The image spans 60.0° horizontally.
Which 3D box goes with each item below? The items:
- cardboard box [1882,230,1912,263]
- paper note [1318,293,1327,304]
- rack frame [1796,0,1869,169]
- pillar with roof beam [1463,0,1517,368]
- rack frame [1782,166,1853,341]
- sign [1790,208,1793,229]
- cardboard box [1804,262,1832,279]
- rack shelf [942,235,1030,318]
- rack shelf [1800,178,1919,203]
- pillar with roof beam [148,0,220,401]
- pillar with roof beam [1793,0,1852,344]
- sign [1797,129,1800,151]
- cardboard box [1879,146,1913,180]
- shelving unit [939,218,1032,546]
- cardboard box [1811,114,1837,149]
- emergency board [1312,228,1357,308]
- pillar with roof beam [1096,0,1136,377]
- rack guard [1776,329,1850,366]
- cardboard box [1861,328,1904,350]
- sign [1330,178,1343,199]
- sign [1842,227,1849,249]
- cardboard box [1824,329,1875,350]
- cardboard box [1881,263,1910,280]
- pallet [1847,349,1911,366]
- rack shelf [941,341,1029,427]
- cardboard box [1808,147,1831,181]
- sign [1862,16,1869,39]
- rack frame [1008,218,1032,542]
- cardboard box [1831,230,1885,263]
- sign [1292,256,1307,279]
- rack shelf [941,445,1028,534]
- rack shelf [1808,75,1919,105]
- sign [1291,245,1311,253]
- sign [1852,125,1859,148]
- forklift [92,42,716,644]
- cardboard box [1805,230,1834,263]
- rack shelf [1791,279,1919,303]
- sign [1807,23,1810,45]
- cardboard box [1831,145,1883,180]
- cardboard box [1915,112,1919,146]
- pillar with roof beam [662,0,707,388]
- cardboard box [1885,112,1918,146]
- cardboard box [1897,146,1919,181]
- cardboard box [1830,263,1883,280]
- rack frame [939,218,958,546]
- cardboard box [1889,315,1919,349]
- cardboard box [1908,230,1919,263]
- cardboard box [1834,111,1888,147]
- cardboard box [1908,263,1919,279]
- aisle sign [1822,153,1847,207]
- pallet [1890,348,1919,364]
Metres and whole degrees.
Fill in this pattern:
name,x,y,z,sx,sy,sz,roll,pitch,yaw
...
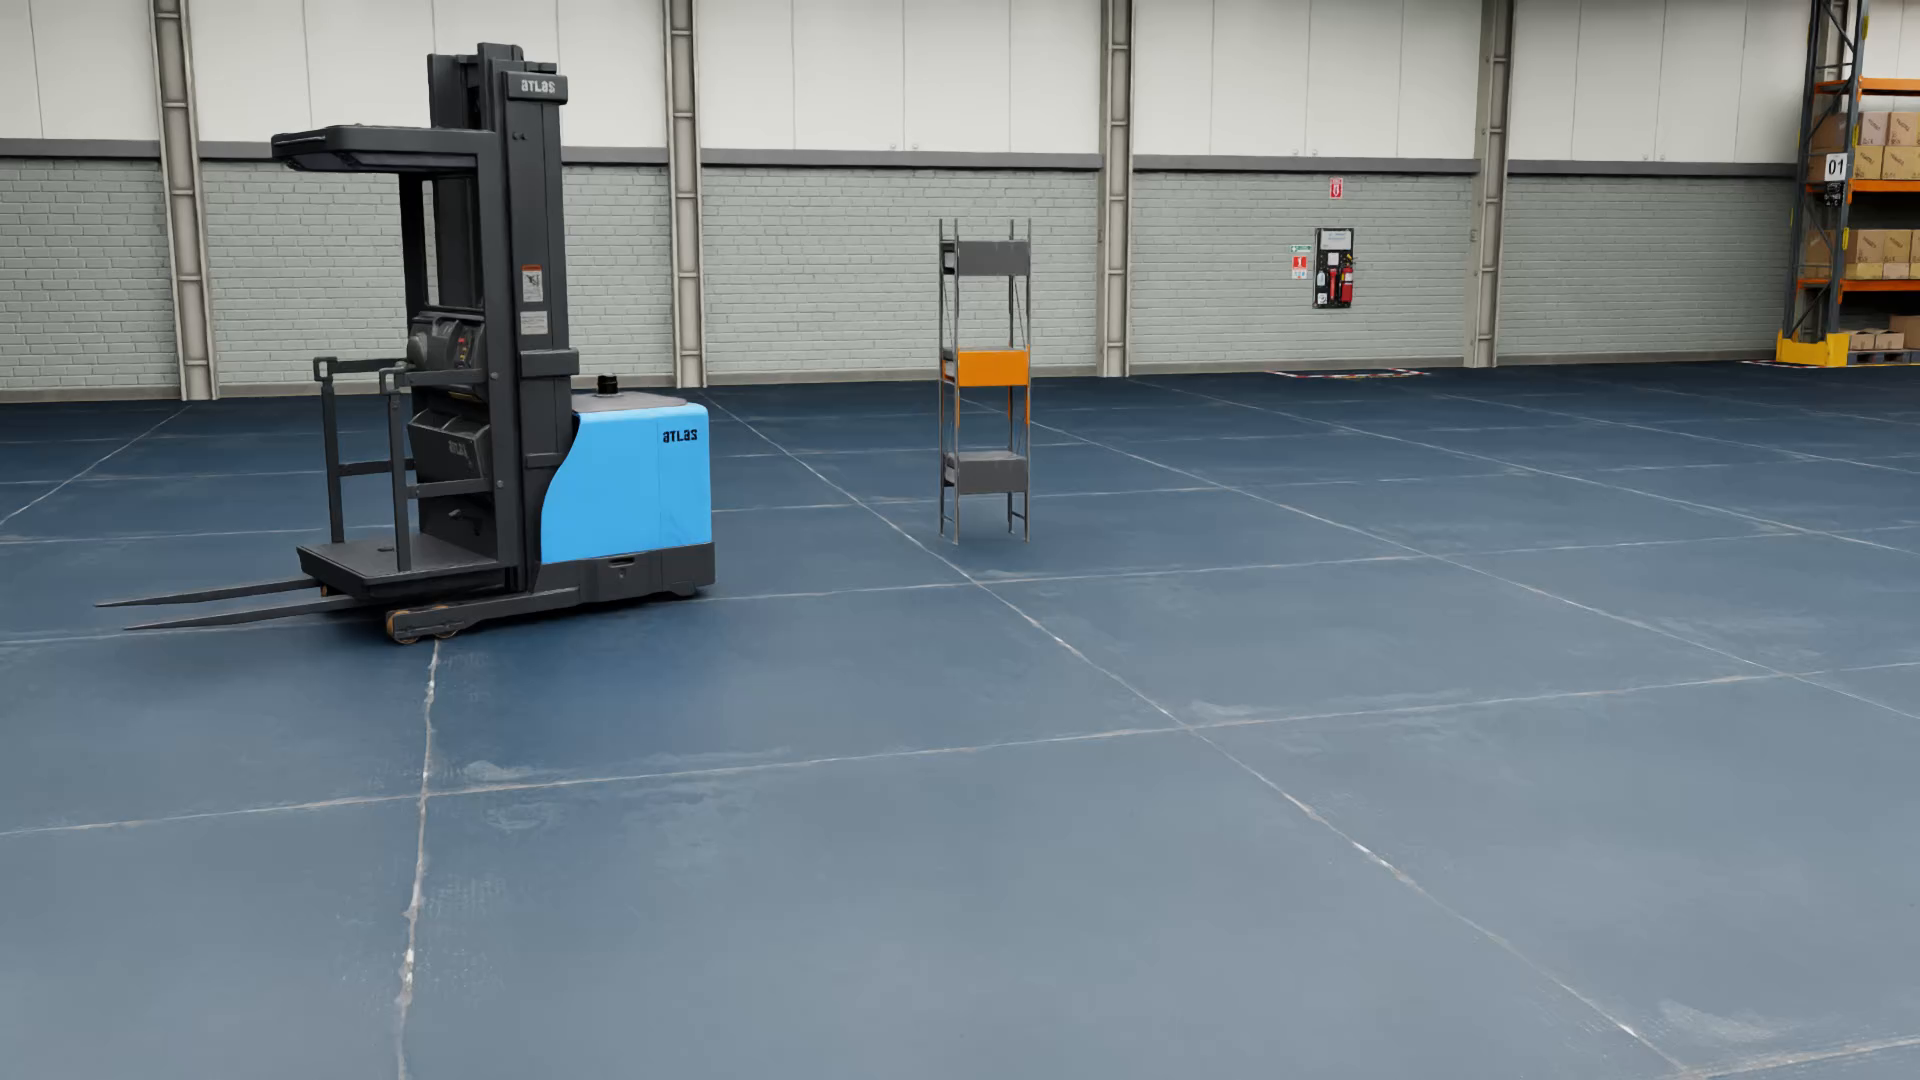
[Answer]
name,x,y,z,sx,sy,sz,roll,pitch,yaw
cardboard box,14.287,-4.540,25.710,0.500,0.500,0.500,-3,11,-16
paper note,5.365,-3.573,24.605,0.142,0.148,0.016,-3,11,-16
rack frame,13.268,-7.190,25.249,0.127,3.000,1.000,-3,11,-16
pillar with roof beam,9.141,-6.324,20.544,0.400,9.000,9.100,-3,11,-16
rack frame,13.268,-4.240,25.792,0.127,3.000,1.000,-3,11,-16
sign,13.132,-5.062,26.189,0.005,0.325,0.100,-3,11,-16
cardboard box,13.662,-4.233,26.116,0.500,0.250,0.500,-3,11,-15
rack shelf,0.159,-1.716,10.778,0.480,0.518,0.431,-3,11,-16
rack shelf,15.188,-5.462,26.136,4.000,0.370,1.077,-3,11,-16
pillar with roof beam,-8.142,-5.413,15.596,0.400,9.000,9.100,-3,11,-16
pillar with roof beam,14.901,-6.628,22.193,0.400,9.000,9.100,-3,11,-16
sign,13.132,-6.248,25.970,0.005,0.325,0.100,-3,11,-16
cardboard box,14.184,-5.769,25.480,0.500,0.500,0.500,-2,11,-12
shelving unit,0.159,-1.041,10.902,0.503,2.100,0.431,-3,11,-16
cardboard box,13.609,-6.333,25.785,0.500,0.500,0.500,-3,11,-13
emergency board,5.554,-4.004,24.509,0.643,1.169,0.194,-3,11,-16
pillar with roof beam,3.380,-6.020,18.895,0.400,9.000,9.100,-3,11,-16
rack guard,13.341,-3.014,26.040,0.348,0.500,1.175,-3,11,-16
cardboard box,14.505,-3.182,26.258,0.500,0.311,0.500,-2,11,-11
sign,5.518,-5.161,24.391,0.199,0.298,0.001,-3,11,-16
sign,13.420,-4.571,25.202,0.005,0.325,0.100,-3,11,-16
cardboard box,13.957,-3.153,26.101,0.500,0.311,0.500,-4,11,-22
cardboard box,14.320,-4.174,25.795,0.500,0.250,0.500,-3,11,-18
pallet,14.131,-2.907,26.256,1.213,0.211,1.003,-3,11,-16
rack shelf,0.159,-1.028,10.904,0.480,0.518,0.431,-3,11,-16
cardboard box,13.598,-5.839,25.864,0.500,0.500,0.500,-2,11,-12
sign,13.419,-7.594,24.645,0.005,0.325,0.100,-3,11,-16
rack frame,0.393,-1.053,10.969,0.015,2.100,0.400,-3,11,-16
cardboard box,13.810,-4.517,25.584,0.500,0.500,0.500,-3,11,-16
sign,4.994,-4.011,24.451,0.234,0.329,0.001,-3,11,-16
rack shelf,0.159,-0.339,11.031,0.480,0.518,0.431,-3,11,-16
rack shelf,15.188,-6.936,25.865,4.000,0.370,1.077,-3,11,-16
sign,5.001,-4.270,24.396,0.331,0.109,0.001,-3,11,-16
sign,13.420,-6.051,24.929,0.005,0.325,0.100,-3,11,-16
forklift,-2.846,-1.033,8.564,3.031,2.935,1.130,-8,13,-38
cardboard box,13.661,-4.606,26.067,0.500,0.500,0.500,-3,11,-17
rack shelf,15.188,-3.987,26.407,4.000,0.370,1.077,-3,11,-16
sign,13.132,-7.825,25.680,0.005,0.325,0.100,-3,11,-16
cardboard box,13.659,-5.748,25.366,0.500,0.500,0.500,-3,11,-14
cardboard box,14.690,-6.288,25.538,0.500,0.500,0.500,-3,11,-14
pillar with roof beam,-2.381,-5.717,17.246,0.400,9.000,9.100,-3,11,-16
cardboard box,14.201,-6.260,25.386,0.500,0.500,0.500,-3,11,-17
cardboard box,14.682,-5.796,25.626,0.500,0.500,0.500,-2,11,-13
cardboard box,13.825,-4.145,25.639,0.500,0.250,0.500,-3,11,-18
rack frame,-0.075,-1.029,10.835,0.015,2.100,0.400,-3,11,-16
cardboard box,15.223,-3.304,26.395,0.500,0.500,0.700,-4,11,-20
cardboard box,14.785,-4.565,25.846,0.500,0.500,0.500,-3,11,-18
cardboard box,13.706,-6.243,25.296,0.500,0.500,0.500,-4,11,-20
cardboard box,14.810,-4.199,25.929,0.500,0.250,0.500,-3,11,-17
aisle sign,13.283,-5.463,25.254,0.004,0.787,0.394,-3,11,-16
pallet,15.300,-2.968,26.588,1.213,0.211,1.003,-3,11,-16
